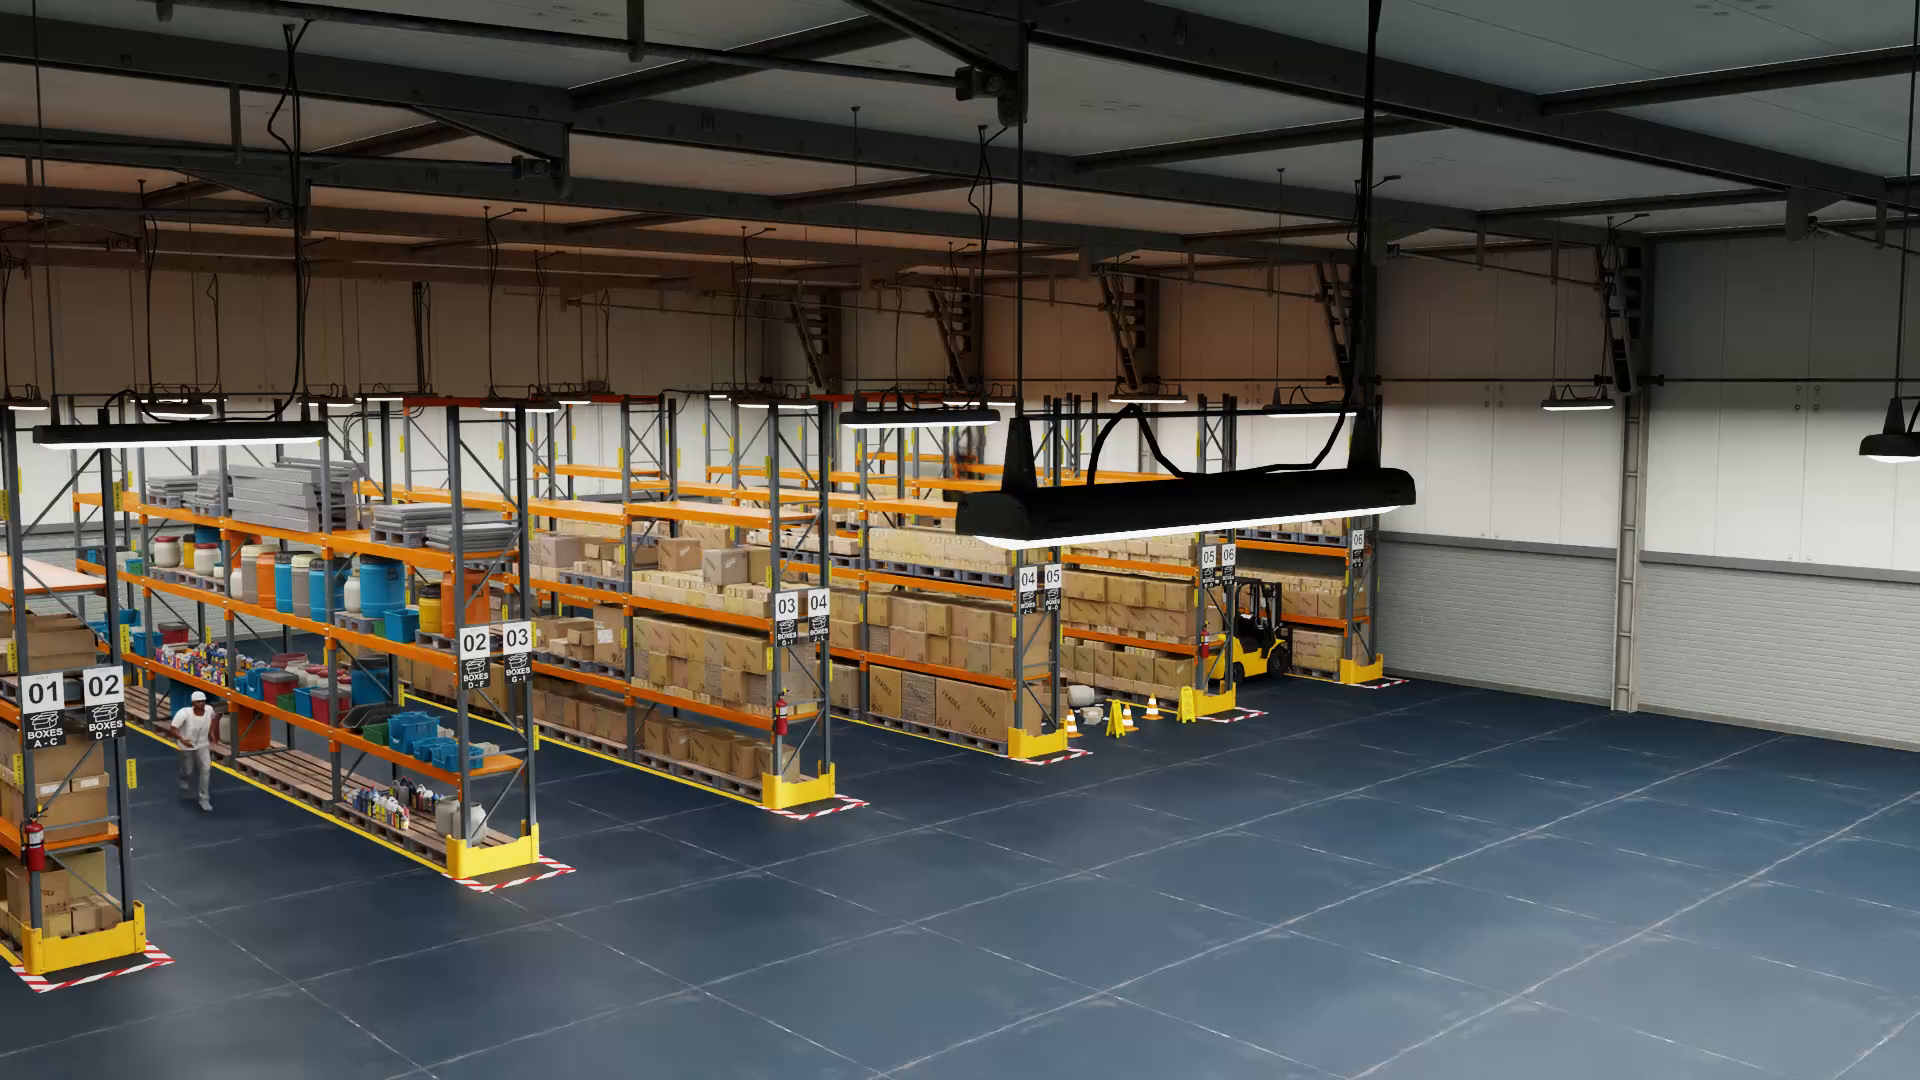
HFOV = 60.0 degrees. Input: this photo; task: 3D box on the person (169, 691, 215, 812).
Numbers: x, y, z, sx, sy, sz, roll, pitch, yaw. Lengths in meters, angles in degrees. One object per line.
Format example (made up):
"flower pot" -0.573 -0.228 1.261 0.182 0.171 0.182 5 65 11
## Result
"person" -11.395 3.087 24.712 0.694 1.752 1.098 -5 8 -44
